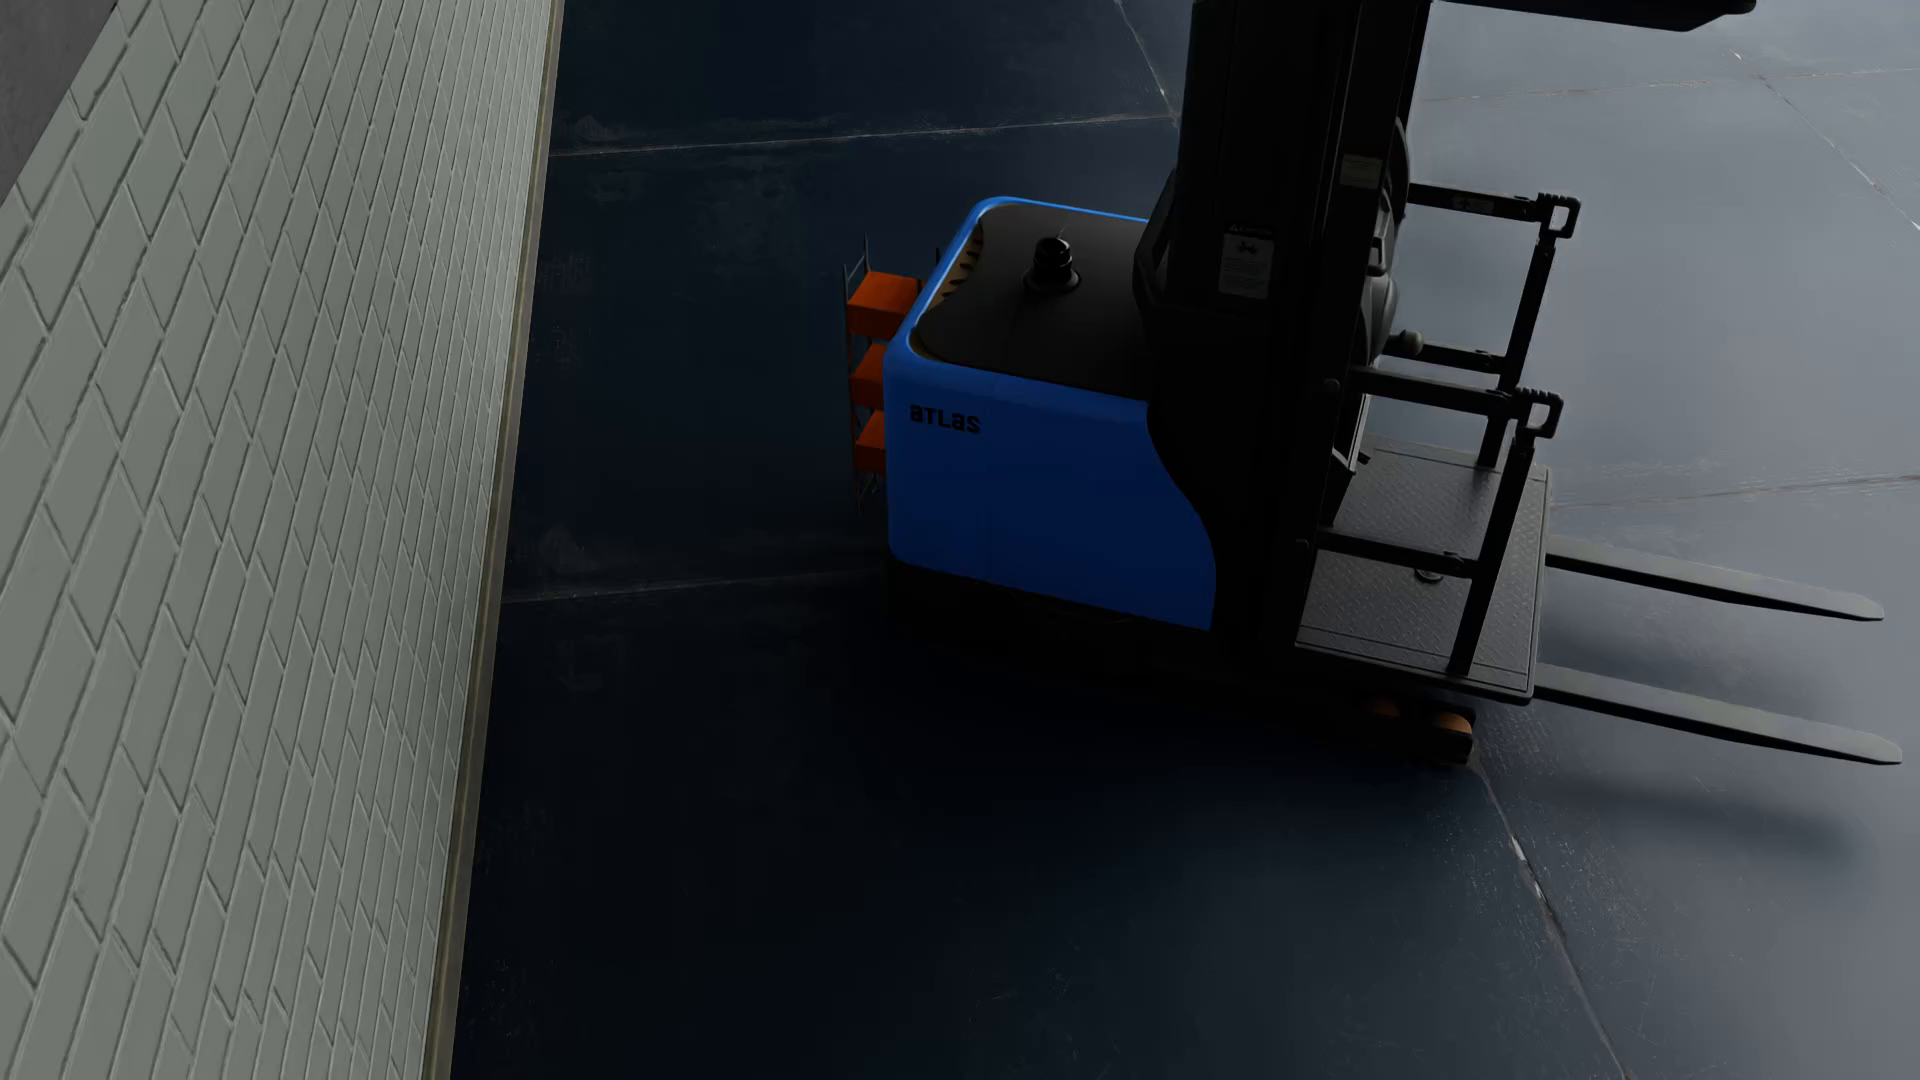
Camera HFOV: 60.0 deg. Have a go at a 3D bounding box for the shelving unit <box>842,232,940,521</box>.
[{"bbox_3d":[-0.213,-0.495,5.515,0.252,1.050,0.215,12,43,13],"label":"shelving unit"}]

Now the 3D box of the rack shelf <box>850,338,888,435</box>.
[{"bbox_3d":[-0.213,-0.487,5.522,0.240,0.259,0.215,12,43,13],"label":"rack shelf"}]

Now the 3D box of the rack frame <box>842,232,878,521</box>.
[{"bbox_3d":[-0.329,-0.520,5.543,0.008,1.050,0.200,12,43,13],"label":"rack frame"}]

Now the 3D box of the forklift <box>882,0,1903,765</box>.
[{"bbox_3d":[1.336,-0.814,4.464,3.031,2.935,1.130,12,43,13],"label":"forklift"}]

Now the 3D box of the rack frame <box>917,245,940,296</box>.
[{"bbox_3d":[-0.097,-0.470,5.487,0.008,1.050,0.200,12,43,13],"label":"rack frame"}]

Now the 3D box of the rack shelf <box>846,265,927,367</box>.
[{"bbox_3d":[-0.213,-0.698,5.332,0.240,0.259,0.215,12,43,13],"label":"rack shelf"}]

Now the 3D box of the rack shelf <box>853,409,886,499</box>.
[{"bbox_3d":[-0.213,-0.281,5.708,0.240,0.259,0.215,12,43,13],"label":"rack shelf"}]
